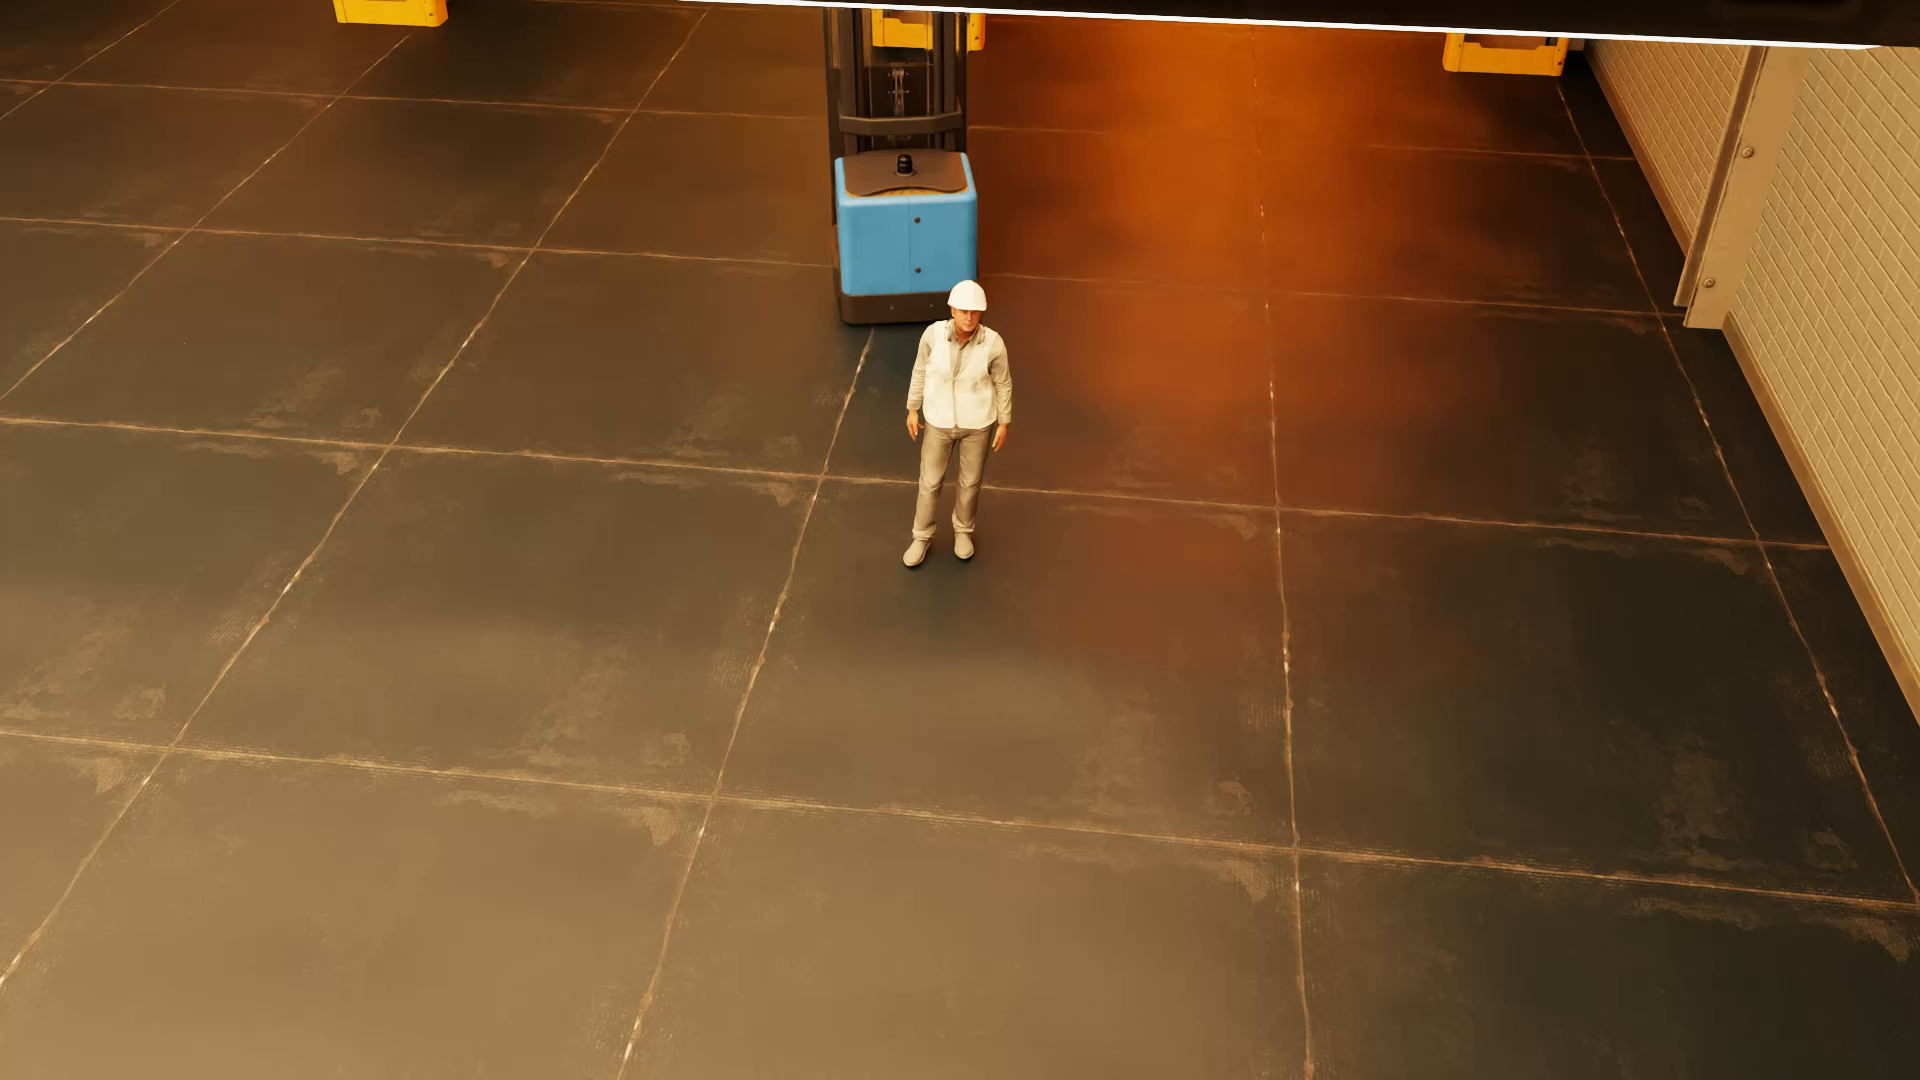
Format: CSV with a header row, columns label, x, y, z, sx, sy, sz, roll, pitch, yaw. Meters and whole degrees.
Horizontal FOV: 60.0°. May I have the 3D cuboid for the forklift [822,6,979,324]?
label,x,y,z,sx,sy,sz,roll,pitch,yaw
forklift,-0.514,-3.674,13.014,1.130,2.935,3.031,-3,37,-4

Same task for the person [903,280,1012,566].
label,x,y,z,sx,sy,sz,roll,pitch,yaw
person,-0.016,-0.684,9.921,0.632,1.773,0.568,4,37,6
